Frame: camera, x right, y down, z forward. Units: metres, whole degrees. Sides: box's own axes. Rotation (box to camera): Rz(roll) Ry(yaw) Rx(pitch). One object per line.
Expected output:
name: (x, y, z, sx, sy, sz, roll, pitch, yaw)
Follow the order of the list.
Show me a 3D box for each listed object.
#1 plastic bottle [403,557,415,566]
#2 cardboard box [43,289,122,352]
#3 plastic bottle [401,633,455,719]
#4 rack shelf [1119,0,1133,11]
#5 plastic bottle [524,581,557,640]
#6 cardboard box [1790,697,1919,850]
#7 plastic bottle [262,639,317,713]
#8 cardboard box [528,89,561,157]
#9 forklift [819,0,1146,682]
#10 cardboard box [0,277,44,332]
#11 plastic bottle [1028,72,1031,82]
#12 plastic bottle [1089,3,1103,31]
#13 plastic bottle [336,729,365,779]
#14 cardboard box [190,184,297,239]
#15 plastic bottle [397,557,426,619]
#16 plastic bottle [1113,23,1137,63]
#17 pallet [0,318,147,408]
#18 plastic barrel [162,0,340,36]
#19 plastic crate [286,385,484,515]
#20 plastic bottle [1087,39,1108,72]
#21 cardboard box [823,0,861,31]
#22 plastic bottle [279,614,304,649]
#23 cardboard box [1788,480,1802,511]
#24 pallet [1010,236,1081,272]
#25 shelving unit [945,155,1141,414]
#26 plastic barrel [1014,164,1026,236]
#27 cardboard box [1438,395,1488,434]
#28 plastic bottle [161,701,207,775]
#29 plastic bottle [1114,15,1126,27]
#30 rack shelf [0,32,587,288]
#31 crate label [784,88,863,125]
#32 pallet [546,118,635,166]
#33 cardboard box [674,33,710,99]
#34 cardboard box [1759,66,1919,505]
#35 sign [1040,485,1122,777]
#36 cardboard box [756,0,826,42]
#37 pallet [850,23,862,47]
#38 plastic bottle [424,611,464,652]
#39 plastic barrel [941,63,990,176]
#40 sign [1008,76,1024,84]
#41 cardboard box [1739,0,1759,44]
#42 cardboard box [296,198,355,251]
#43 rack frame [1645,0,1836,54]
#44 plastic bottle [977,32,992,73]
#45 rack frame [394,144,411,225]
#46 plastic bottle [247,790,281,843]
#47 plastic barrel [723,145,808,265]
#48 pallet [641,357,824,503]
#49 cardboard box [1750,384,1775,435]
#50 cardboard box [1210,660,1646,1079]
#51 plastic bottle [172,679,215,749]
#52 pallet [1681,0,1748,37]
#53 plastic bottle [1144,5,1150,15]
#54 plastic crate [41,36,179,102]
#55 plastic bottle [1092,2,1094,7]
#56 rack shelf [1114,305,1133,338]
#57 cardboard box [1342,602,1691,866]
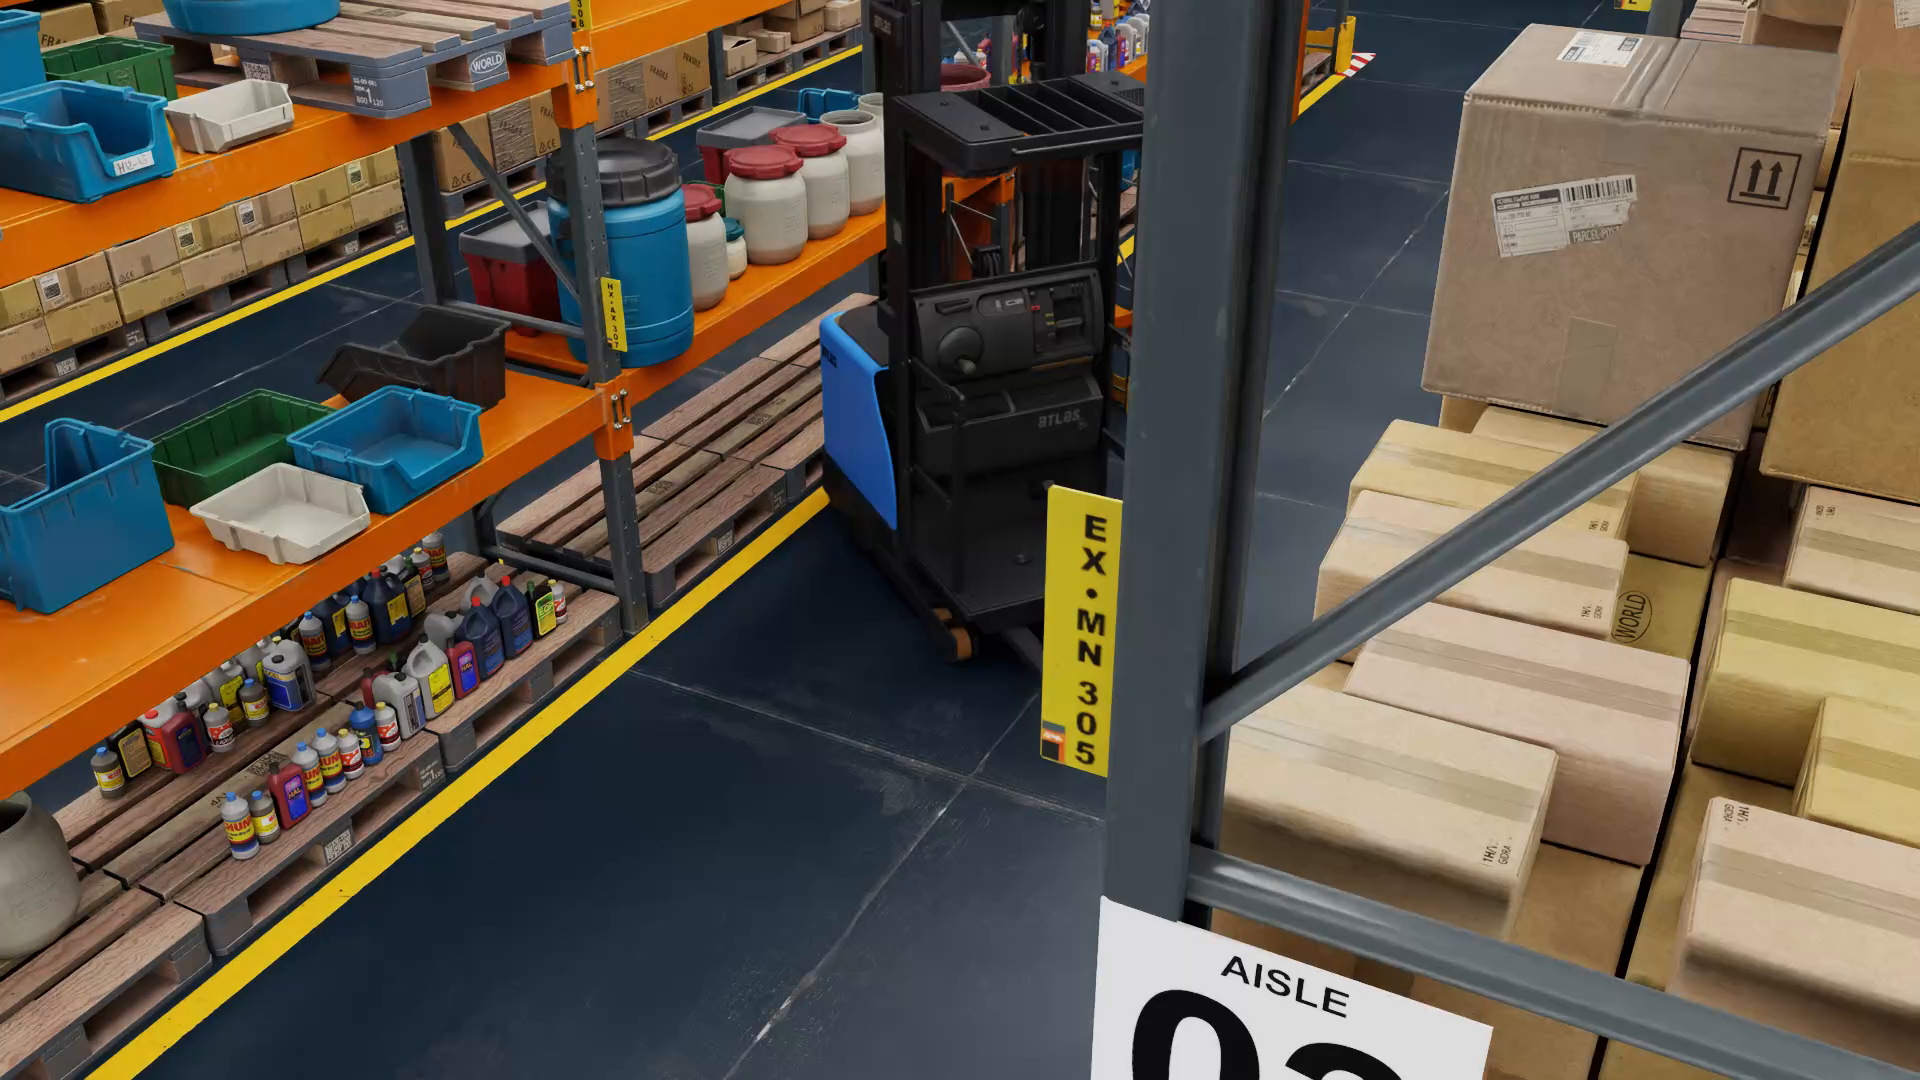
plastic bottle: (-2.600, 0.177, 7.798, 0.097, 0.201, 0.097, 0, 30, 0)
cardboard box: (-5.741, -1.442, 10.588, 0.500, 0.250, 0.500, 15, 33, 24)
plastic bottle: (-2.243, 0.559, 6.983, 0.144, 0.351, 0.185, 14, 33, 23)
rack shelf: (2.584, -5.099, 15.340, 1.077, 0.370, 4.000, 14, 33, 23)
plastic bottle: (-1.897, 0.297, 7.506, 0.061, 0.283, 0.133, 16, 34, 26)
cardboard box: (1.151, 0.348, 1.871, 0.380, 0.149, 0.250, 15, 33, 24)
plastic bottle: (-2.845, 0.571, 7.037, 0.152, 0.276, 0.135, 14, 33, 23)
cardboard box: (-3.629, -3.575, 14.032, 0.500, 0.500, 0.500, 14, 33, 23)
forklift: (0.327, -0.948, 7.458, 1.130, 2.935, 3.031, -13, 32, -21)
cardboard box: (-5.969, -1.463, 10.062, 0.500, 0.311, 0.500, 14, 33, 23)
plastic bottle: (0.546, -3.021, 11.123, 0.152, 0.276, 0.135, 14, 33, 23)
plastic bottle: (1.076, -4.137, 13.142, 0.097, 0.201, 0.097, 0, 30, 0)
plastic bottle: (-2.443, 0.845, 6.635, 0.097, 0.201, 0.097, 0, 30, 0)
cardboard box: (-5.040, -2.366, 11.635, 0.500, 0.311, 0.500, 14, 33, 23)
plastic bottle: (-2.535, 0.224, 7.633, 0.061, 0.283, 0.133, 14, 33, 23)
plastic bottle: (1.218, -3.675, 12.261, 0.152, 0.276, 0.135, 14, 33, 23)
pallet: (-6.078, -1.230, 10.679, 1.003, 0.211, 1.213, 14, 33, 23)
plastic barrel: (-2.520, -2.261, 5.738, 0.600, 0.901, 0.708, 14, 33, 23)
plastic crate: (-2.234, -0.361, 6.516, 0.499, 0.251, 0.616, 14, 33, 23)
plastic bottle: (0.967, -3.431, 11.837, 0.152, 0.276, 0.135, 14, 33, 23)
cardboard box: (-1.401, -5.710, 18.001, 0.500, 0.250, 0.500, 14, 33, 23)
plastic bottle: (-2.907, 0.420, 7.292, 0.061, 0.283, 0.133, 16, 33, 25)
cardboard box: (1.570, -0.128, 2.699, 0.380, 0.149, 0.250, 13, 32, 21)
pallet: (0.173, -1.901, 11.848, 1.003, 0.211, 1.213, 14, 33, 23)
shelving unit: (0.492, -1.382, 9.651, 1.083, 1.500, 0.587, -21, 36, -32)
plastic barrel: (0.573, -2.609, 12.281, 0.600, 0.588, 0.708, 14, 33, 23)
cardboard box: (1.063, -0.259, 2.927, 0.380, 0.149, 0.250, 13, 32, 21)
plastic bottle: (-3.113, 0.787, 6.653, 0.061, 0.283, 0.133, 14, 33, 23)
plastic bottle: (1.204, -3.795, 12.477, 0.097, 0.271, 0.097, 0, 30, 0)
rack shelf: (-2.883, -1.080, 5.329, 1.077, 0.370, 4.000, 14, 33, 23)
crate label: (-0.843, -2.387, 9.860, 0.502, 0.435, 0.616, 14, 33, 23)
pallet: (-3.626, -3.529, 14.683, 1.003, 0.211, 1.213, 14, 33, 23)
cardboard box: (-2.705, -4.473, 15.595, 0.500, 0.500, 0.500, 14, 33, 23)
cardboard box: (1.532, -0.368, 2.465, 0.500, 0.500, 0.500, 14, 33, 23)
sign: (0.131, 0.099, 1.664, 0.100, 0.325, 0.005, 14, 33, 23)
cardboard box: (-1.884, -5.592, 17.541, 0.797, 0.503, 0.637, 14, 33, 23)
pallet: (-1.310, -5.826, 18.684, 1.003, 0.211, 1.213, 14, 33, 23)
plastic bottle: (-2.239, 0.426, 7.290, 0.152, 0.276, 0.135, 14, 33, 23)
plastic barrel: (-0.091, -2.536, 10.017, 0.600, 0.536, 0.708, 14, 33, 23)
sign: (0.344, -2.700, 10.276, 0.100, 0.325, 0.005, 14, 33, 23)
cardboard box: (2.777, -1.718, 5.431, 0.396, 0.266, 0.258, 16, 33, 25)
cardboard box: (-4.811, -2.348, 12.167, 0.500, 0.250, 0.500, 14, 33, 23)
rack frame: (2.438, -2.456, 3.990, 1.000, 3.000, 0.127, 14, 33, 23)
plastic bottle: (0.176, -3.483, 11.921, 0.061, 0.283, 0.133, 14, 33, 23)
rack frame: (-4.557, -3.877, 12.489, 1.000, 3.000, 0.127, 14, 33, 23)
plastic bottle: (-2.643, 1.039, 6.297, 0.097, 0.201, 0.097, 0, 30, 0)
plastic barrel: (-1.006, -1.737, 8.625, 0.433, 0.535, 0.433, 0, 30, 0)
pallet: (-1.094, -0.669, 9.702, 1.003, 0.211, 1.213, 14, 33, 23)
cardboard box: (1.756, -0.152, 3.142, 0.500, 0.250, 0.500, 15, 33, 25)
cardboard box: (0.609, 0.412, 2.159, 0.500, 0.250, 0.500, 15, 33, 24)
plastic bottle: (-3.145, 0.705, 6.804, 0.152, 0.276, 0.135, 13, 32, 22)
pallet: (3.283, -1.784, 6.020, 1.213, 0.211, 1.003, 14, 33, 23)
plastic bottle: (1.461, -3.939, 12.647, 0.144, 0.351, 0.185, 14, 33, 23)
plastic crate: (-2.933, -1.549, 5.636, 0.336, 0.188, 0.450, 14, 33, 23)
plastic bottle: (1.029, -4.258, 13.352, 0.097, 0.201, 0.097, 0, 30, 0)
rack shelf: (0.485, -1.224, 9.736, 1.000, 0.185, 0.538, -21, 36, -32)
cardboard box: (0.687, 0.228, 2.080, 0.380, 0.149, 0.250, 13, 32, 22)
